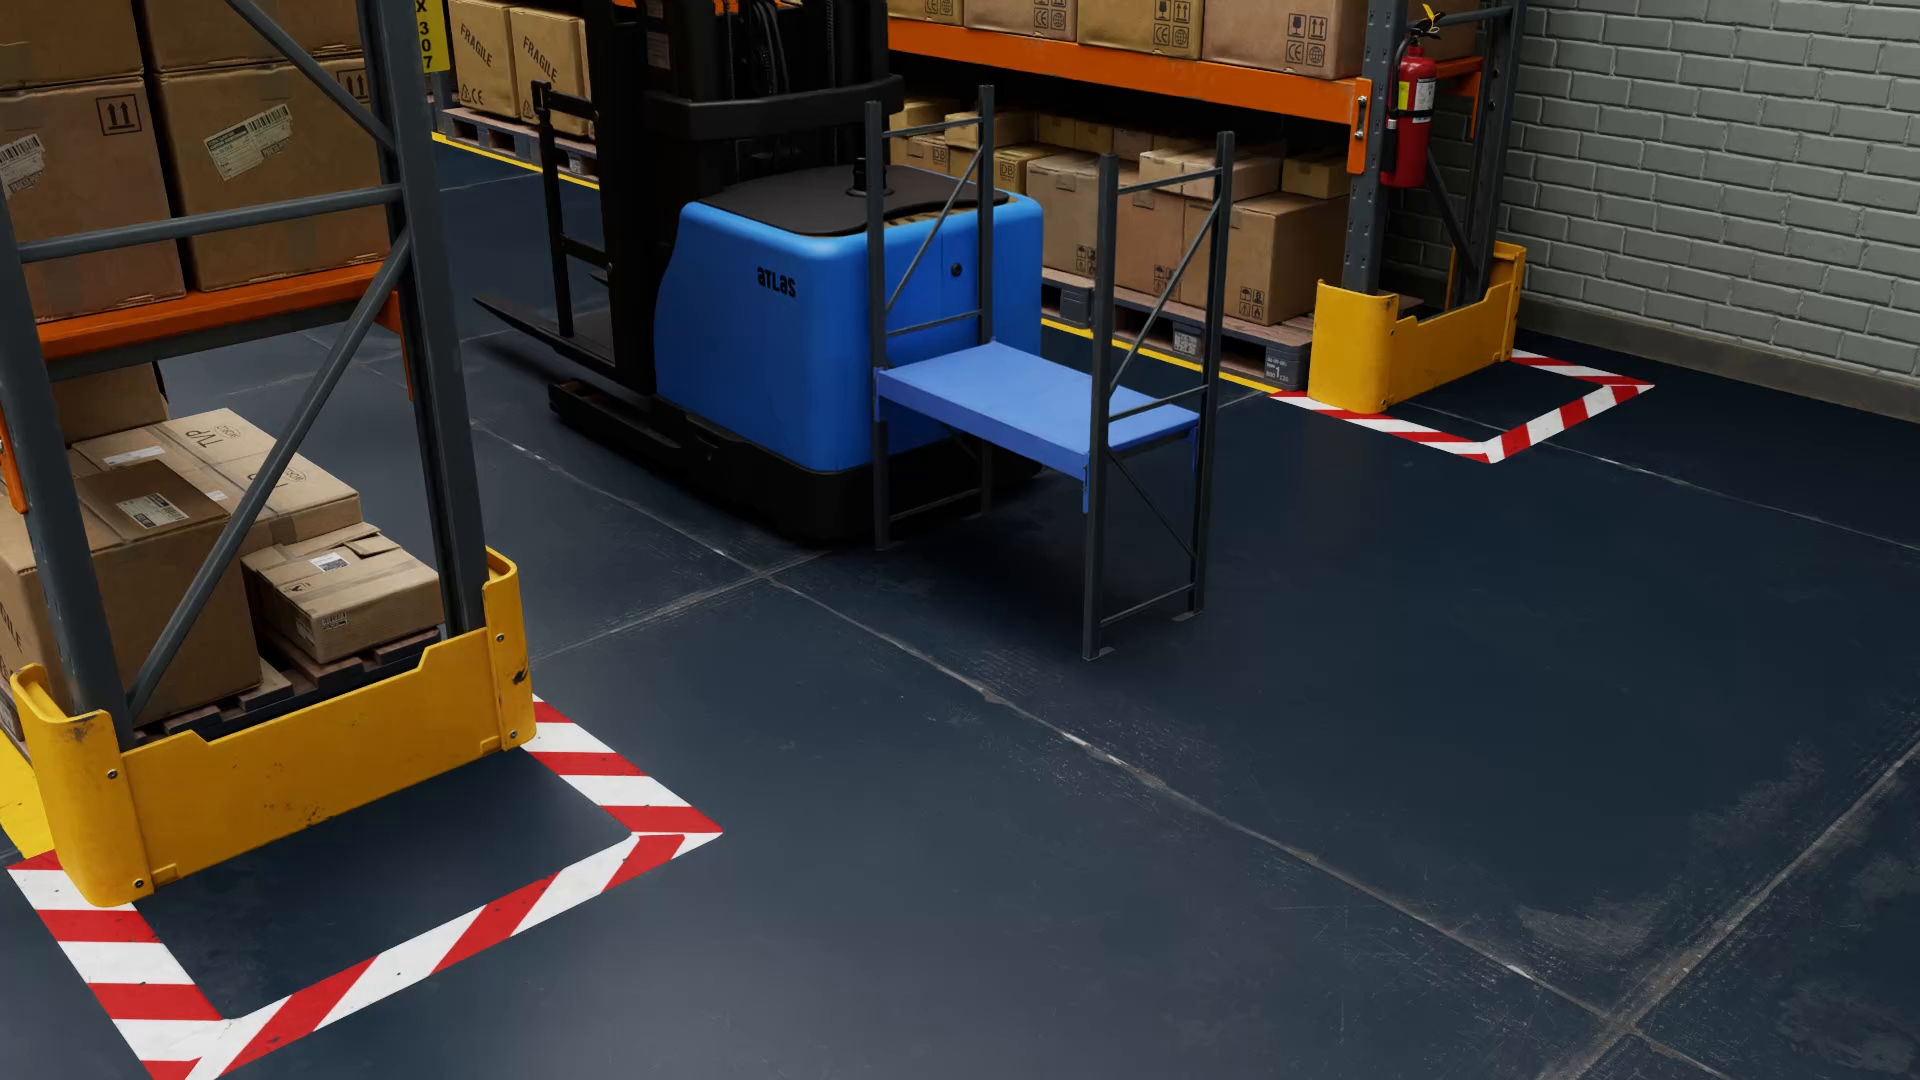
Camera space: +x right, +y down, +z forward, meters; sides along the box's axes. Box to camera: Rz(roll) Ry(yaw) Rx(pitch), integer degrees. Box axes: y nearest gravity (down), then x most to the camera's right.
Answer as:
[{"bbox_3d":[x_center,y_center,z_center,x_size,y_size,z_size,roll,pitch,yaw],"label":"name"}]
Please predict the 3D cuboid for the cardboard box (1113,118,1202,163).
[{"bbox_3d":[0.970,-1.956,8.147,0.380,0.149,0.250,-21,32,-38],"label":"cardboard box"}]

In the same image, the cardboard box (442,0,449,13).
[{"bbox_3d":[-4.360,-4.320,13.183,0.500,0.250,0.500,-20,32,-38],"label":"cardboard box"}]

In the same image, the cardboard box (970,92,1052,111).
[{"bbox_3d":[0.272,-2.265,8.825,0.380,0.149,0.250,-23,33,-40],"label":"cardboard box"}]

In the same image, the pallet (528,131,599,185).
[{"bbox_3d":[-2.173,-2.623,11.246,1.003,0.211,1.213,-21,32,-38],"label":"pallet"}]

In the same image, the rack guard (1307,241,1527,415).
[{"bbox_3d":[1.998,-0.954,7.238,1.175,0.500,0.348,-21,32,-38],"label":"rack guard"}]

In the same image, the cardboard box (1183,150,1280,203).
[{"bbox_3d":[1.209,-1.618,7.407,0.380,0.149,0.250,-22,32,-39],"label":"cardboard box"}]

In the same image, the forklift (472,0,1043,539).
[{"bbox_3d":[-1.028,-1.872,6.323,1.130,2.935,3.031,-19,31,-36],"label":"forklift"}]

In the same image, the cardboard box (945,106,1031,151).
[{"bbox_3d":[0.142,-2.090,8.441,0.380,0.149,0.250,-22,33,-40],"label":"cardboard box"}]

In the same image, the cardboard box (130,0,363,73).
[{"bbox_3d":[-1.743,-1.401,3.883,0.500,0.500,0.500,-20,31,-37],"label":"cardboard box"}]

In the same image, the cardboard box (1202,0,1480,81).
[{"bbox_3d":[1.626,-2.386,7.005,0.980,0.700,0.700,-20,31,-36],"label":"cardboard box"}]

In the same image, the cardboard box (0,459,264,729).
[{"bbox_3d":[-2.183,0.151,4.288,0.500,0.500,0.500,-21,32,-38],"label":"cardboard box"}]

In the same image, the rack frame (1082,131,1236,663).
[{"bbox_3d":[0.565,-0.388,4.793,0.500,1.500,0.032,-19,31,-36],"label":"rack frame"}]

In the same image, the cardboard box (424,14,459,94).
[{"bbox_3d":[-4.016,-3.788,12.921,0.700,0.500,0.500,-21,32,-38],"label":"cardboard box"}]

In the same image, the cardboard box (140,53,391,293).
[{"bbox_3d":[-1.743,-0.946,4.090,0.500,0.500,0.500,-20,32,-37],"label":"cardboard box"}]

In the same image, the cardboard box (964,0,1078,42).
[{"bbox_3d":[0.606,-2.837,7.994,0.700,0.700,0.980,22,32,39],"label":"cardboard box"}]

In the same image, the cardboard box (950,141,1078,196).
[{"bbox_3d":[0.374,-1.799,8.585,0.700,0.500,0.500,-20,31,-37],"label":"cardboard box"}]

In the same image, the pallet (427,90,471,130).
[{"bbox_3d":[-4.019,-3.490,13.147,1.003,0.211,1.213,-21,32,-38],"label":"pallet"}]

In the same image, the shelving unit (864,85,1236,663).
[{"bbox_3d":[0.237,-0.549,5.147,0.538,1.500,1.048,-19,31,-36],"label":"shelving unit"}]

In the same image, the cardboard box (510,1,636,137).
[{"bbox_3d":[-2.485,-3.208,11.251,0.750,0.750,0.750,-21,32,-39],"label":"cardboard box"}]

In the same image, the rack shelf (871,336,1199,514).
[{"bbox_3d":[0.237,-0.385,5.221,0.538,0.185,1.000,-19,31,-36],"label":"rack shelf"}]

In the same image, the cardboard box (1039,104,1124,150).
[{"bbox_3d":[0.621,-2.110,8.485,0.380,0.149,0.250,-22,32,-39],"label":"cardboard box"}]

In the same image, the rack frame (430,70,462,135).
[{"bbox_3d":[-3.486,-4.522,12.048,1.000,3.000,0.127,-21,32,-38],"label":"rack frame"}]

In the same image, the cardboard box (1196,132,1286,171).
[{"bbox_3d":[1.315,-1.803,7.812,0.380,0.149,0.250,-21,32,-38],"label":"cardboard box"}]

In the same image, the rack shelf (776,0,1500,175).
[{"bbox_3d":[0.615,-2.377,8.213,1.077,0.370,4.000,-21,32,-38],"label":"rack shelf"}]

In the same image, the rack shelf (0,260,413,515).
[{"bbox_3d":[-2.999,-0.970,5.130,1.077,0.370,4.000,-21,32,-38],"label":"rack shelf"}]

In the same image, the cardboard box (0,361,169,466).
[{"bbox_3d":[-3.078,-0.400,5.491,0.797,0.503,0.637,-21,32,-38],"label":"cardboard box"}]

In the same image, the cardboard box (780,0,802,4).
[{"bbox_3d":[-0.393,-3.277,8.959,0.980,0.700,0.700,-21,32,-38],"label":"cardboard box"}]

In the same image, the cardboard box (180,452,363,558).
[{"bbox_3d":[-2.138,-0.038,5.001,0.500,0.250,0.500,-21,32,-38],"label":"cardboard box"}]

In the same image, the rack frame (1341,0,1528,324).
[{"bbox_3d":[1.982,-2.098,6.735,1.000,3.000,0.127,-21,32,-38],"label":"rack frame"}]

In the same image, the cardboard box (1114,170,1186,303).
[{"bbox_3d":[1.088,-1.487,7.902,0.700,0.500,0.500,-21,32,-39],"label":"cardboard box"}]

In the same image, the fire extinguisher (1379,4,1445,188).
[{"bbox_3d":[1.748,-1.717,6.441,0.296,0.674,0.183,-21,32,-38],"label":"fire extinguisher"}]

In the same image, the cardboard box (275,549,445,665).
[{"bbox_3d":[-1.667,0.181,4.644,0.380,0.149,0.250,-21,32,-38],"label":"cardboard box"}]

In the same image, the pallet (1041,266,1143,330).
[{"bbox_3d":[0.548,-1.419,8.606,1.003,0.211,1.213,-21,32,-38],"label":"pallet"}]
